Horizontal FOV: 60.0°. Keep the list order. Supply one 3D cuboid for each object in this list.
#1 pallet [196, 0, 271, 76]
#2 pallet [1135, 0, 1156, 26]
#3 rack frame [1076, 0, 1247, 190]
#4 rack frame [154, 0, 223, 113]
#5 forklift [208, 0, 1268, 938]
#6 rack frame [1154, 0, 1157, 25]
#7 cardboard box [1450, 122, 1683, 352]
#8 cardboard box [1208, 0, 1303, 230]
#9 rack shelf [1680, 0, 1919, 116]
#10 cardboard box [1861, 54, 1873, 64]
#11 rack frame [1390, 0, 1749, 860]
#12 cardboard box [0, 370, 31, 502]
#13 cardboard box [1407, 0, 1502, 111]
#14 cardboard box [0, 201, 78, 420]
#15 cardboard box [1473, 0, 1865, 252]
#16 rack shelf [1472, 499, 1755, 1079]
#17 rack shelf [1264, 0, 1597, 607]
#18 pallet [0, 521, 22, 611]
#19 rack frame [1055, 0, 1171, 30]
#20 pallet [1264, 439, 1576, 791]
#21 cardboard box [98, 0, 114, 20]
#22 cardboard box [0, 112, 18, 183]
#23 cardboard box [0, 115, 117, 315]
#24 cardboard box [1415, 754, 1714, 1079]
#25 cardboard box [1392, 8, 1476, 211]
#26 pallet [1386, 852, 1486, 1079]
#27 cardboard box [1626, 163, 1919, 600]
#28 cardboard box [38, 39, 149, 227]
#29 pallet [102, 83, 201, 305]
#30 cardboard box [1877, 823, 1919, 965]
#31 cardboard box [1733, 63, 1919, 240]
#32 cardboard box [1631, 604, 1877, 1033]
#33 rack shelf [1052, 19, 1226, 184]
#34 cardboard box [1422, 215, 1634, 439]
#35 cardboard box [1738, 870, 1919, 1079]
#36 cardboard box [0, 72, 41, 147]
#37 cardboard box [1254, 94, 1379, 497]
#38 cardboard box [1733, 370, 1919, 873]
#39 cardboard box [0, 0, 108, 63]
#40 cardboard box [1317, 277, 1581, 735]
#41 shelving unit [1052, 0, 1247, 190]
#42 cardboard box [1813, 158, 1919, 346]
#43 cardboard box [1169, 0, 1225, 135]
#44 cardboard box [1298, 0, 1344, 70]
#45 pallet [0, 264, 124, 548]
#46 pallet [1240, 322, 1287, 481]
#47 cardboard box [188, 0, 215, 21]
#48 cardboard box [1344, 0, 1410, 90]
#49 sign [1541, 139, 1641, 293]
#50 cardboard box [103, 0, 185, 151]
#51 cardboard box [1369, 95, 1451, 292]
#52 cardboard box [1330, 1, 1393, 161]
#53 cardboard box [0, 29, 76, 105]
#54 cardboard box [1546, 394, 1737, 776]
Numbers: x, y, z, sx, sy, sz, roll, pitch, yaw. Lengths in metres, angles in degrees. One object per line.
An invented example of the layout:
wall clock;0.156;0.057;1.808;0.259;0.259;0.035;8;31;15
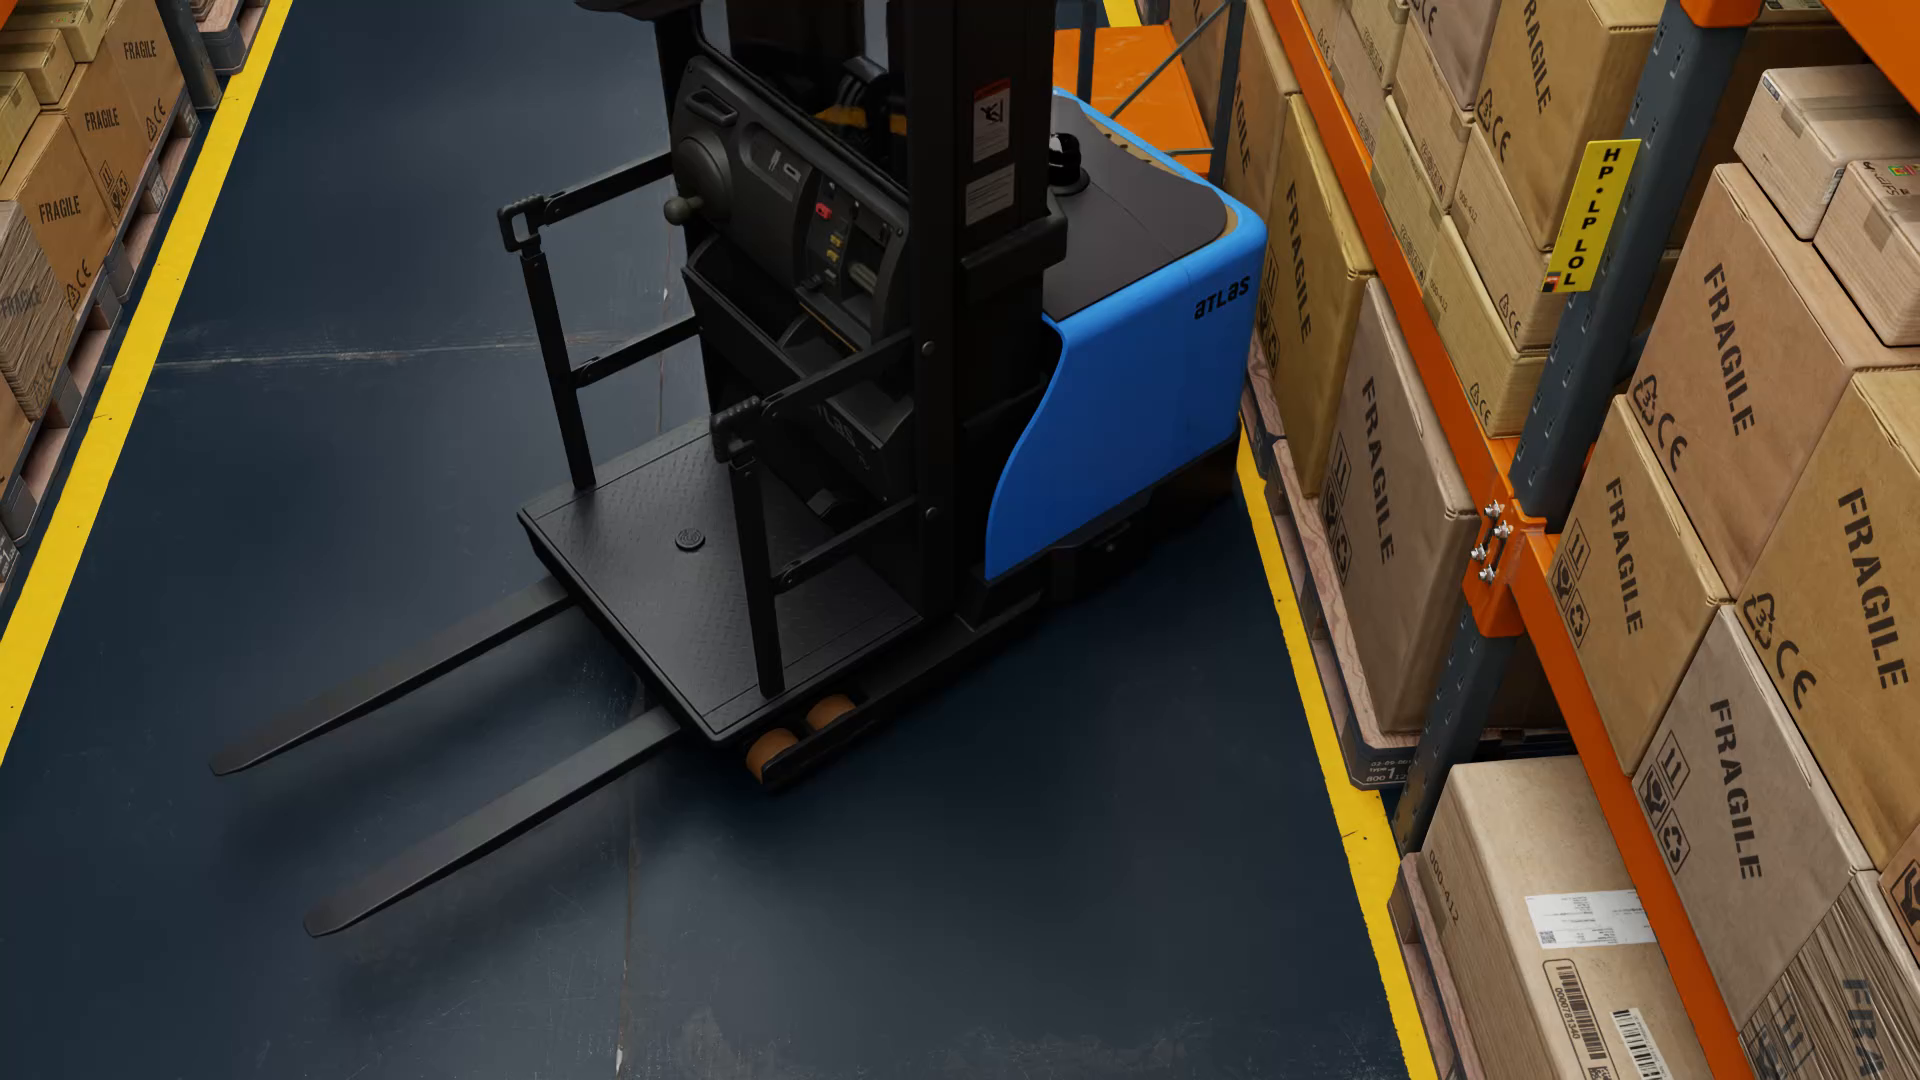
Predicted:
pallet;-3.638;-2.475;7.448;1.003;0.211;1.213;-3;47;-3
pallet;1.274;-2.747;7.706;1.003;0.211;1.213;-3;47;-3
rack frame;0.616;-1.251;5.402;0.500;1.500;0.032;-4;47;-4
rack frame;-3.608;-2.836;5.870;1.000;3.000;0.127;-3;47;-3
forklift;-0.593;-0.763;3.954;3.031;2.935;1.130;-30;53;-25
rack frame;1.338;-3.140;6.158;1.000;3.000;0.127;-3;47;-3
cardboard box;1.394;-0.671;3.578;0.500;0.250;0.500;-4;47;-3
cardboard box;1.384;-1.403;5.687;0.875;0.875;0.875;-3;47;-3
rack shelf;1.841;0.417;1.219;1.077;0.370;4.000;-3;47;-3
cardboard box;1.923;-0.960;3.336;0.500;0.500;0.500;-3;47;-3
rack frame;1.673;-0.246;3.417;1.000;3.000;0.127;-3;47;-3
cardboard box;-3.181;-0.336;4.935;0.500;0.500;0.500;-5;47;-4
cardboard box;1.335;-1.306;3.664;0.500;0.500;0.500;-3;47;-3
cardboard box;-3.218;-0.712;5.291;0.500;0.500;0.500;-5;47;-5
cardboard box;1.386;-0.932;3.309;0.500;0.500;0.500;-2;47;-2
rack shelf;1.841;1.448;2.308;1.077;0.370;4.000;-3;47;-3
rack shelf;1.506;-1.446;5.049;1.077;0.370;4.000;-3;47;-3
pallet;-3.378;0.431;4.696;1.003;0.211;1.213;-3;47;-3
rack frame;0.524;-1.987;6.098;0.500;1.500;0.032;-4;47;-4
pallet;1.534;0.159;4.954;1.003;0.211;1.213;-3;47;-3
cardboard box;-3.314;-2.002;6.065;0.380;0.149;0.250;-6;47;-5
cardboard box;-3.284;-1.239;5.343;0.380;0.149;0.250;-4;47;-4
cardboard box;-3.280;-1.086;5.645;0.500;0.500;0.500;-2;47;-2
cardboard box;1.619;0.951;3.758;0.875;0.438;0.875;-4;47;-4
cardboard box;1.345;-1.032;3.920;0.500;0.250;0.500;-2;47;-2
pallet;1.659;1.268;3.904;1.003;0.211;1.213;-3;47;-3
cardboard box;1.472;-0.265;2.677;0.500;0.500;0.500;-3;47;-3
cardboard box;-3.327;-1.465;6.004;0.500;0.500;0.500;-4;47;-4
pallet;-3.583;-1.334;6.368;1.003;0.211;1.213;-3;47;-3
cardboard box;1.539;0.472;1.979;0.500;0.500;0.500;-3;47;-3
cardboard box;1.441;-0.603;2.551;0.380;0.149;0.250;-4;47;-4
cardboard box;1.490;0.439;2.699;0.500;0.500;0.500;-3;47;-3
rack shelf;0.570;-1.495;5.881;0.538;0.185;1.000;-4;47;-4
cardboard box;1.384;-0.504;3.764;0.500;0.250;0.500;-4;47;-4
cardboard box;1.525;0.800;2.358;0.500;0.500;0.500;-3;47;-3
cardboard box;-3.305;-1.419;5.514;0.380;0.149;0.250;-2;47;-2
cardboard box;1.458;-0.757;5.075;0.875;0.875;0.875;-2;47;-2
cardboard box;1.508;0.101;2.331;0.500;0.500;0.500;-4;47;-4
cardboard box;-3.260;-1.806;5.880;0.380;0.149;0.250;-6;47;-5
cardboard box;1.542;-0.104;4.456;0.875;0.875;0.875;-2;47;-2
shelving unit;0.571;-1.612;5.744;0.587;1.500;1.083;-4;47;-4
cardboard box;1.479;-0.419;2.376;0.380;0.149;0.250;-3;47;-3
cardboard box;1.313;-2.049;6.299;0.875;0.875;0.875;-4;47;-4
cardboard box;1.272;-1.612;4.814;0.500;0.250;0.500;-3;47;-3
pallet;-3.484;-0.454;5.534;1.003;0.211;1.213;-3;47;-3
pallet;1.428;-0.726;5.792;1.003;0.211;1.213;-3;47;-3
cardboard box;-3.646;-2.616;7.008;0.875;0.625;0.625;-2;47;-2
cardboard box;1.295;-1.406;4.275;0.500;0.250;0.500;-2;47;-2
sign;1.133;-0.577;2.988;0.100;0.325;0.005;-3;47;-3
cardboard box;-3.358;-1.828;6.347;0.500;0.500;0.500;-2;47;-2
cardboard box;1.343;-0.872;4.113;0.500;0.250;0.500;-4;47;-4
cardboard box;1.320;-1.238;4.460;0.500;0.250;0.500;-5;47;-4
cardboard box;-3.282;-1.613;5.697;0.380;0.149;0.250;-5;47;-5
cardboard box;1.452;0.075;3.044;0.500;0.500;0.500;-2;47;-2
